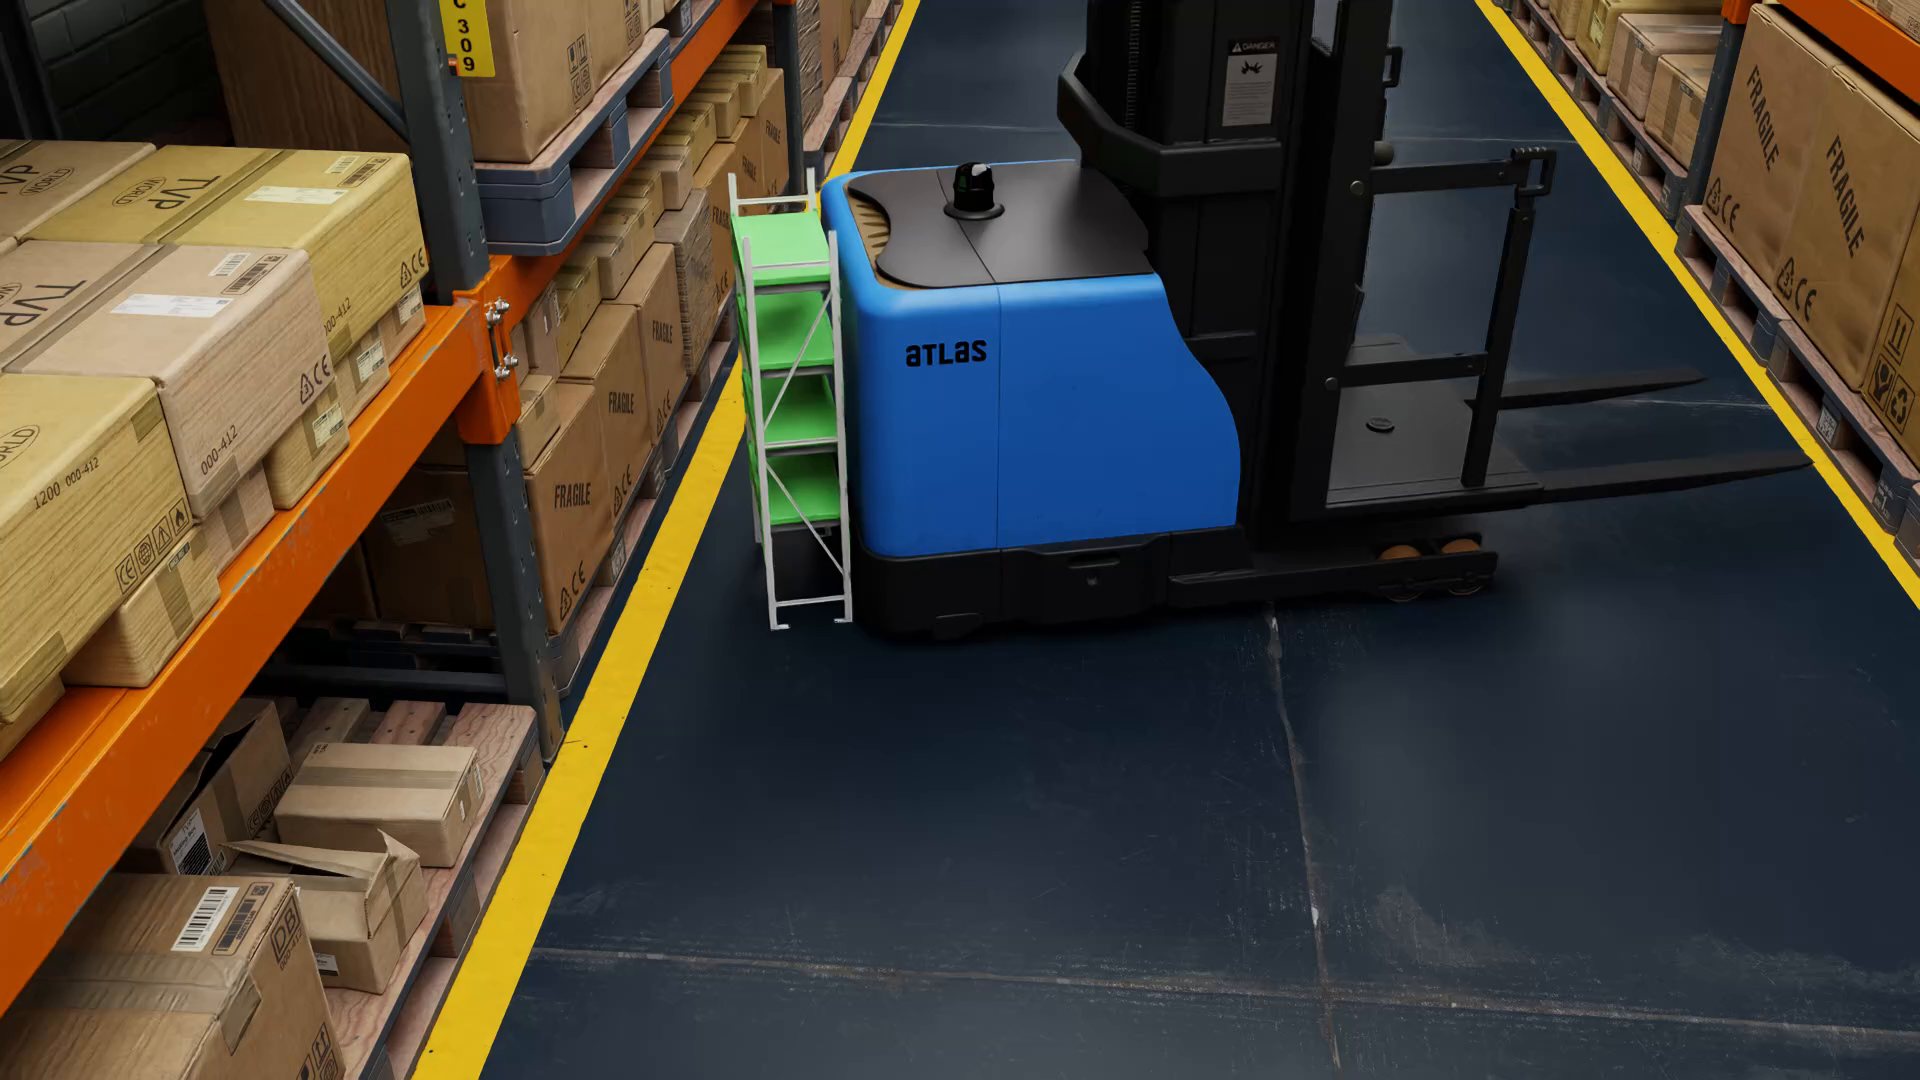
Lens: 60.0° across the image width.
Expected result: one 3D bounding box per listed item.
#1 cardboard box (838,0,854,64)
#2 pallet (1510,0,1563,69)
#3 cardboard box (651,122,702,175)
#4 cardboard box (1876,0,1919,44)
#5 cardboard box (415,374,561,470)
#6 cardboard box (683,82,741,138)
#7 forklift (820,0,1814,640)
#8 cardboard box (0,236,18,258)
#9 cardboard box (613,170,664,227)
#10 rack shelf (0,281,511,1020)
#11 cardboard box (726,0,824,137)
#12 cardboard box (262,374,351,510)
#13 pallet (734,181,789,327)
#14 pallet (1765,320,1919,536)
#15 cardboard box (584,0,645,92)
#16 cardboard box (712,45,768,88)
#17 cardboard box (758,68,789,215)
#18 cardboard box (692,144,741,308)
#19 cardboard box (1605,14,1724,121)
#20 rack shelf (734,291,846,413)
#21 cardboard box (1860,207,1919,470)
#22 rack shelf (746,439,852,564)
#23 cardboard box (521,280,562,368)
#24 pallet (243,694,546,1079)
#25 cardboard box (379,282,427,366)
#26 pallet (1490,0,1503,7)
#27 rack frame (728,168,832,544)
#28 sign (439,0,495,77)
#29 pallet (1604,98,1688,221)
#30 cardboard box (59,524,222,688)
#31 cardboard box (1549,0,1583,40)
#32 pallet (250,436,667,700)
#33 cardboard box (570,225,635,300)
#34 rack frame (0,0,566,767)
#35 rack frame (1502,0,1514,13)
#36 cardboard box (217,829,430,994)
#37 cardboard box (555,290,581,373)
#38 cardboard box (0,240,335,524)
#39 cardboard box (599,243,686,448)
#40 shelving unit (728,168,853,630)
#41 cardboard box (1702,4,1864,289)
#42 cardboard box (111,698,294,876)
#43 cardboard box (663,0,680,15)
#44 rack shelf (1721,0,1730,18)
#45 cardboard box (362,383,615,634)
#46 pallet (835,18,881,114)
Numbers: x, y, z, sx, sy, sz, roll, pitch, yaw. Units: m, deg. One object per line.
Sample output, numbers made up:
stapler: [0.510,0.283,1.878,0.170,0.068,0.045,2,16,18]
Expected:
cardboard box: [-1.058,-3.024,9.162,0.875,0.625,0.625,1,32,2]
pallet: [3.989,-3.124,10.118,1.003,0.211,1.213,2,32,4]
cardboard box: [-1.154,-1.412,6.046,0.380,0.149,0.250,2,32,3]
cardboard box: [3.361,-1.774,5.413,0.500,0.250,0.500,3,32,6]
cardboard box: [-1.254,-0.312,4.262,0.380,0.149,0.250,4,32,6]
cardboard box: [-1.067,-1.679,6.479,0.380,0.149,0.250,1,32,2]
forklift: [1.136,-1.331,4.616,3.031,2.935,1.130,-6,32,-9]
cardboard box: [-1.892,-0.298,2.734,0.500,0.250,0.500,2,32,4]
cardboard box: [-1.217,-1.140,5.605,0.380,0.149,0.250,3,32,4]
rack shelf: [-1.711,0.607,2.092,1.077,0.370,4.000,2,32,4]
cardboard box: [-1.158,-2.330,8.035,0.875,0.625,0.625,3,32,6]
cardboard box: [-1.319,-0.187,2.933,0.380,0.149,0.250,3,32,5]
pallet: [-1.321,-1.261,7.095,1.003,0.211,1.213,2,32,4]
pallet: [3.484,-0.394,5.689,1.003,0.211,1.213,2,32,4]
cardboard box: [-1.244,-1.481,4.298,0.700,0.500,0.500,3,32,5]
cardboard box: [-1.010,-1.959,6.933,0.380,0.149,0.250,1,32,2]
cardboard box: [-1.043,-1.721,7.166,0.500,0.500,0.500,3,32,5]
cardboard box: [-1.134,-1.186,6.298,0.500,0.500,0.500,4,32,6]
cardboard box: [3.833,-2.368,8.338,0.950,0.372,0.625,2,32,3]
rack shelf: [-0.479,-0.540,4.646,0.258,0.148,0.480,-6,32,-9]
cardboard box: [3.436,-0.610,5.005,0.875,0.875,0.875,3,32,5]
rack shelf: [-0.479,-0.131,4.898,0.258,0.148,0.480,-6,32,-9]
cardboard box: [-1.281,-0.577,4.407,0.380,0.149,0.250,1,32,2]
pallet: [-1.605,0.801,3.749,1.003,0.211,1.213,2,32,4]
cardboard box: [-1.323,-0.461,3.378,0.380,0.149,0.250,3,32,5]
pallet: [4.070,-3.884,11.351,1.003,0.211,1.213,2,32,4]
rack frame: [-0.526,-0.515,4.943,0.240,1.200,0.015,-6,32,-9]
sign: [-1.007,-1.095,3.342,0.100,0.325,0.005,2,32,4]
pallet: [3.790,-1.848,8.048,1.003,0.211,1.213,2,32,4]
cardboard box: [-1.360,0.084,2.494,0.380,0.149,0.250,2,32,3]
cardboard box: [3.955,-3.128,9.571,0.950,0.372,0.625,4,32,7]
pallet: [-1.520,0.015,5.025,1.003,0.211,1.213,2,32,4]
cardboard box: [-1.233,-0.868,5.164,0.380,0.149,0.250,2,32,4]
rack frame: [-1.548,-0.745,3.600,1.000,3.000,0.127,2,32,4]
rack frame: [4.050,-4.718,10.047,1.000,3.000,0.127,2,32,4]
cardboard box: [-1.330,0.730,3.411,0.396,0.266,0.258,4,32,6]
cardboard box: [-1.299,-0.595,4.721,0.380,0.149,0.250,1,32,1]
cardboard box: [-1.373,-0.269,2.686,0.500,0.250,0.500,3,32,4]
cardboard box: [-1.206,-0.643,5.416,0.500,0.500,0.500,2,32,3]
shelving unit: [-0.479,-0.390,4.739,0.258,1.200,0.503,-6,32,-9]
cardboard box: [3.586,-1.543,6.520,0.875,0.875,0.875,2,32,4]
cardboard box: [-1.838,0.556,3.651,0.500,0.311,0.500,4,32,6]
cardboard box: [-1.180,-1.891,4.964,0.700,0.500,0.500,2,32,4]
rack shelf: [3.888,-3.366,8.539,1.077,0.370,4.000,2,32,4]
cardboard box: [-1.285,-0.103,4.541,0.500,0.500,0.500,4,32,6]
pallet: [-1.015,-2.715,9.454,1.003,0.211,1.213,2,32,4]
